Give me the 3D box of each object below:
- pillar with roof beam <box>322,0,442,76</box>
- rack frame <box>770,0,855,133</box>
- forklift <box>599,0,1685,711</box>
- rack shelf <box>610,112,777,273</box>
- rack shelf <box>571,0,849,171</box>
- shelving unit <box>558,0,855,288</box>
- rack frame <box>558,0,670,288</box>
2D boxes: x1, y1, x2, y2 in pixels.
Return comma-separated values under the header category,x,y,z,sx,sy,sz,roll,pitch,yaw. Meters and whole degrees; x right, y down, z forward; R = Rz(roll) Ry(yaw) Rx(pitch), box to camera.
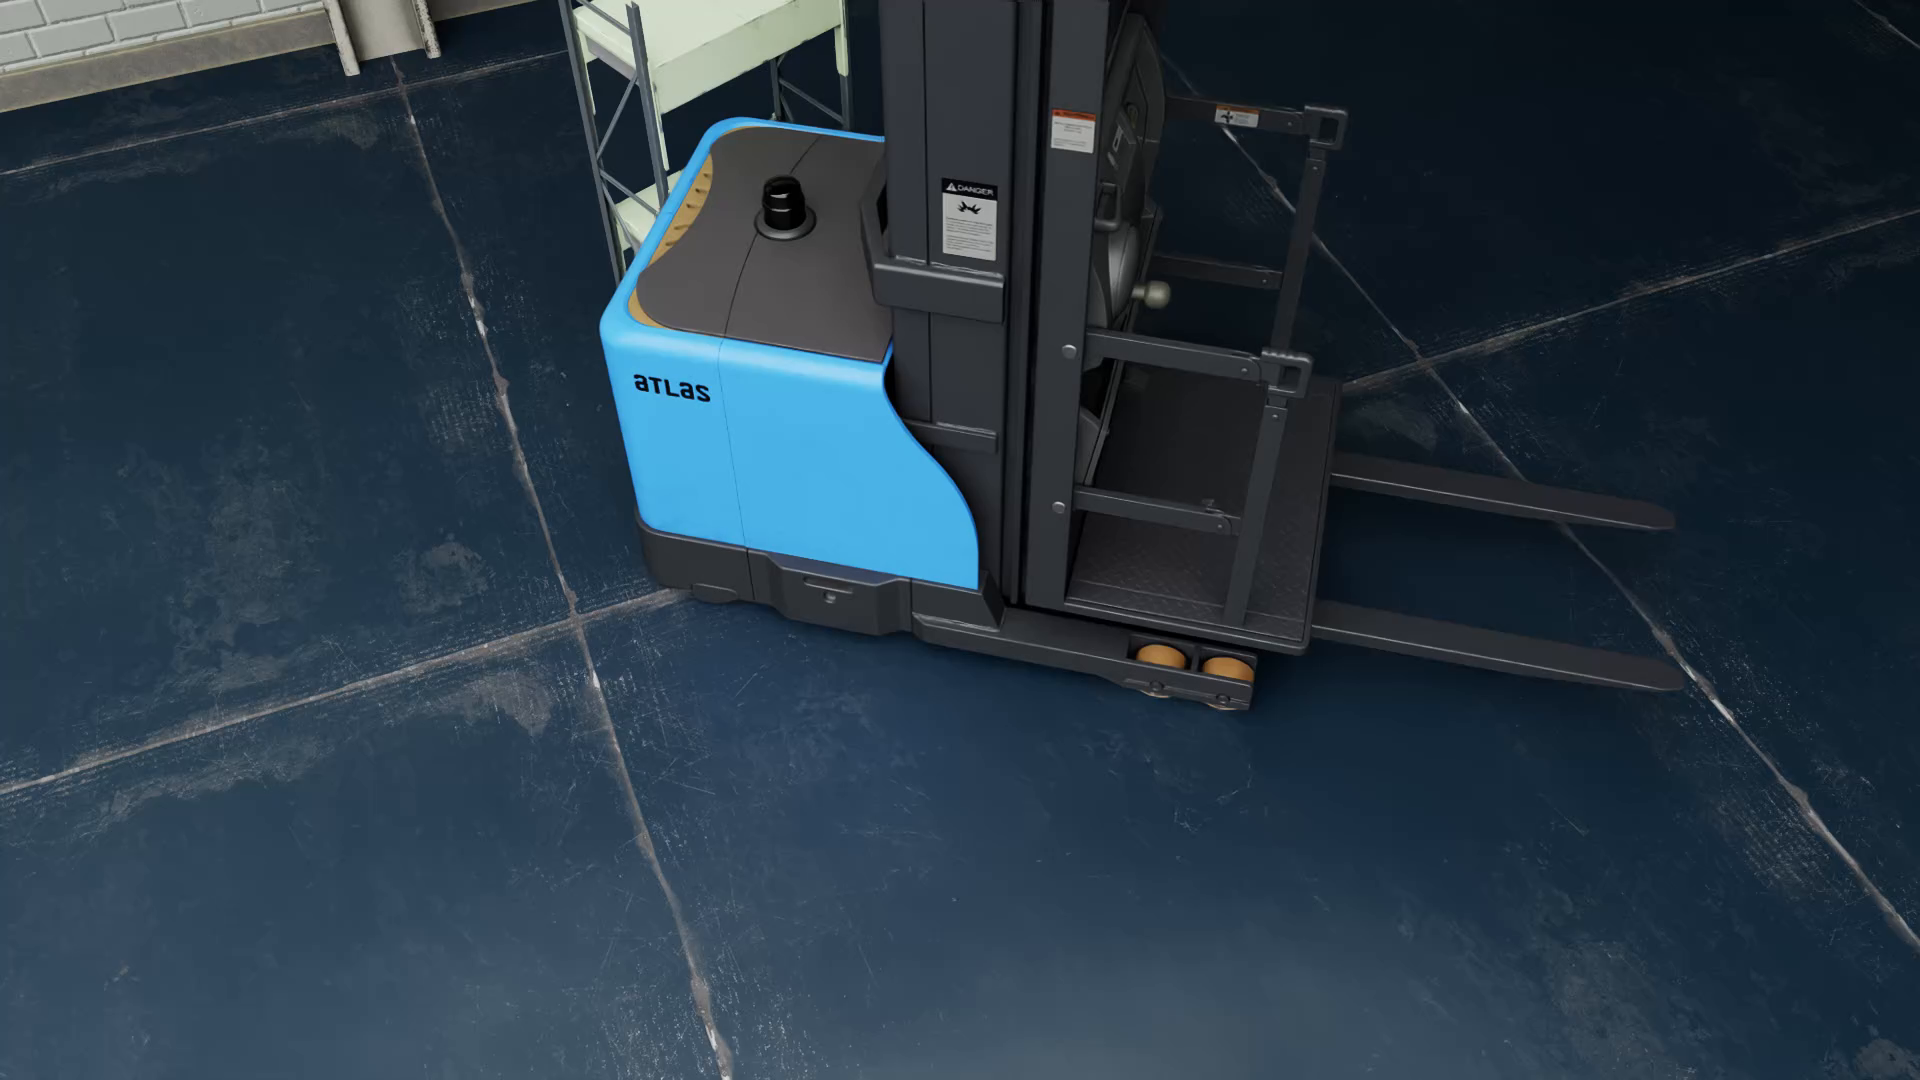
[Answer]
category,x,y,z,sx,sy,sz,roll,pitch,yaw
pillar with roof beam,-0.793,-1.998,1.034,0.400,9.000,9.100,-17,52,-14
rack frame,-0.489,-1.452,5.508,0.023,1.500,0.400,-36,58,-27
forklift,0.609,-0.908,4.098,3.031,2.935,1.130,10,50,9
rack shelf,-0.754,-1.047,5.591,0.720,0.370,0.431,-36,58,-27
rack shelf,-0.754,-1.514,5.047,0.720,0.370,0.431,-36,58,-27
shelving unit,-0.754,-1.260,5.343,0.755,1.500,0.431,-36,58,-27
rack frame,-1.018,-1.068,5.179,0.023,1.500,0.400,-36,58,-27
